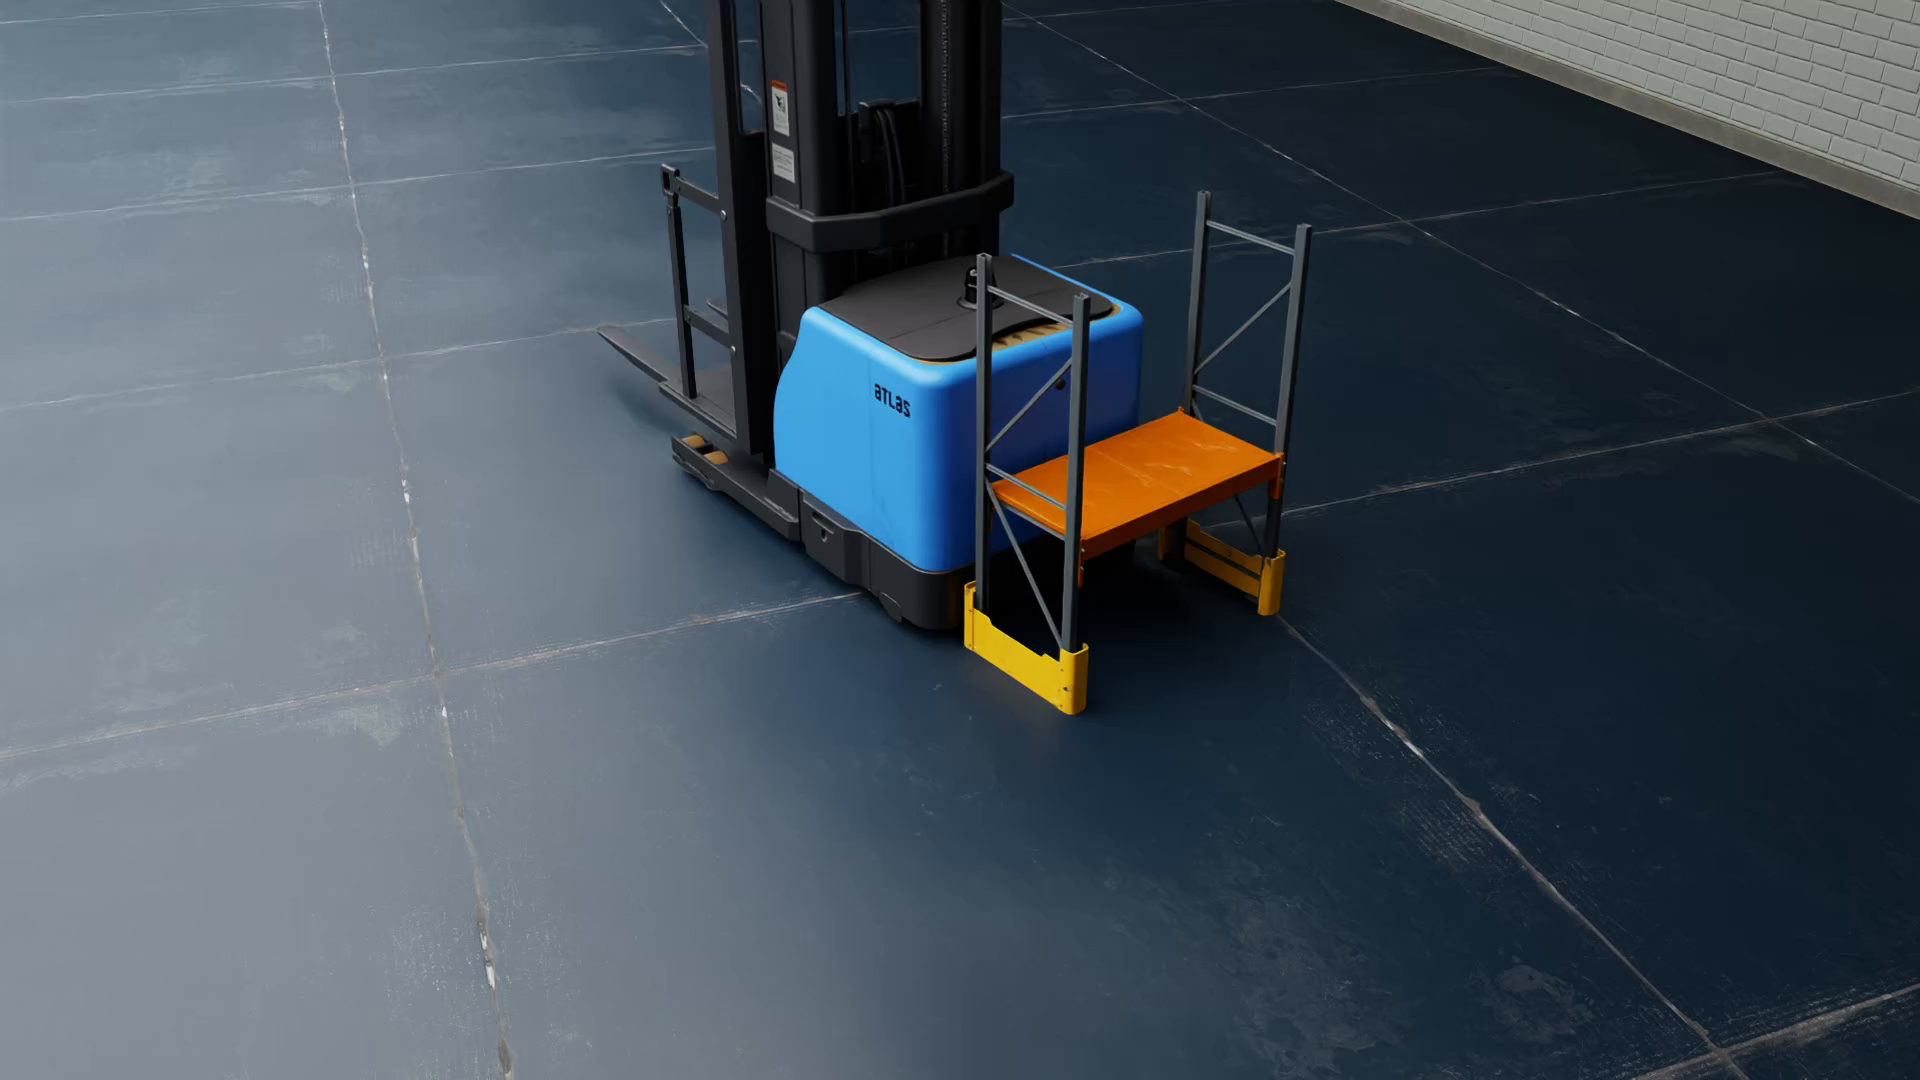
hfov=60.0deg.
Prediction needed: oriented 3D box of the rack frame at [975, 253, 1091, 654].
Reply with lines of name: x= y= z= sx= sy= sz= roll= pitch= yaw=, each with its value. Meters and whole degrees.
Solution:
rack frame: x=0.224 y=-0.171 z=5.535 sx=0.032 sy=1.500 sz=0.500 roll=-22 pitch=36 yaw=-33

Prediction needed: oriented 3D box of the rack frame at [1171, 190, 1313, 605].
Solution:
rack frame: x=1.011 y=-0.490 z=6.095 sx=0.032 sy=1.500 sz=0.500 roll=-22 pitch=36 yaw=-33

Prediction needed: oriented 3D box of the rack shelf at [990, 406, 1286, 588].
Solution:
rack shelf: x=0.617 y=-0.174 z=5.904 sx=1.000 sy=0.185 sz=0.538 roll=-22 pitch=36 yaw=-33

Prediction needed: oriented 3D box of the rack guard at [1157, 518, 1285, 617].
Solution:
rack guard: x=0.996 y=0.059 z=6.394 sx=0.087 sy=0.250 sz=0.587 roll=-22 pitch=36 yaw=-33

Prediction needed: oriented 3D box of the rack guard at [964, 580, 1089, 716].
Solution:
rack guard: x=0.225 y=0.372 z=5.845 sx=0.087 sy=0.250 sz=0.587 roll=-22 pitch=36 yaw=-33

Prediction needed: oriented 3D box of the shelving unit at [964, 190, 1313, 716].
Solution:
shelving unit: x=0.610 y=-0.328 z=5.810 sx=1.083 sy=1.500 sz=0.587 roll=-22 pitch=36 yaw=-33

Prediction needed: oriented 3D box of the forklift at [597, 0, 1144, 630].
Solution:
forklift: x=-0.597 y=-1.617 z=6.627 sx=1.130 sy=2.935 sz=3.031 roll=-20 pitch=36 yaw=-32
